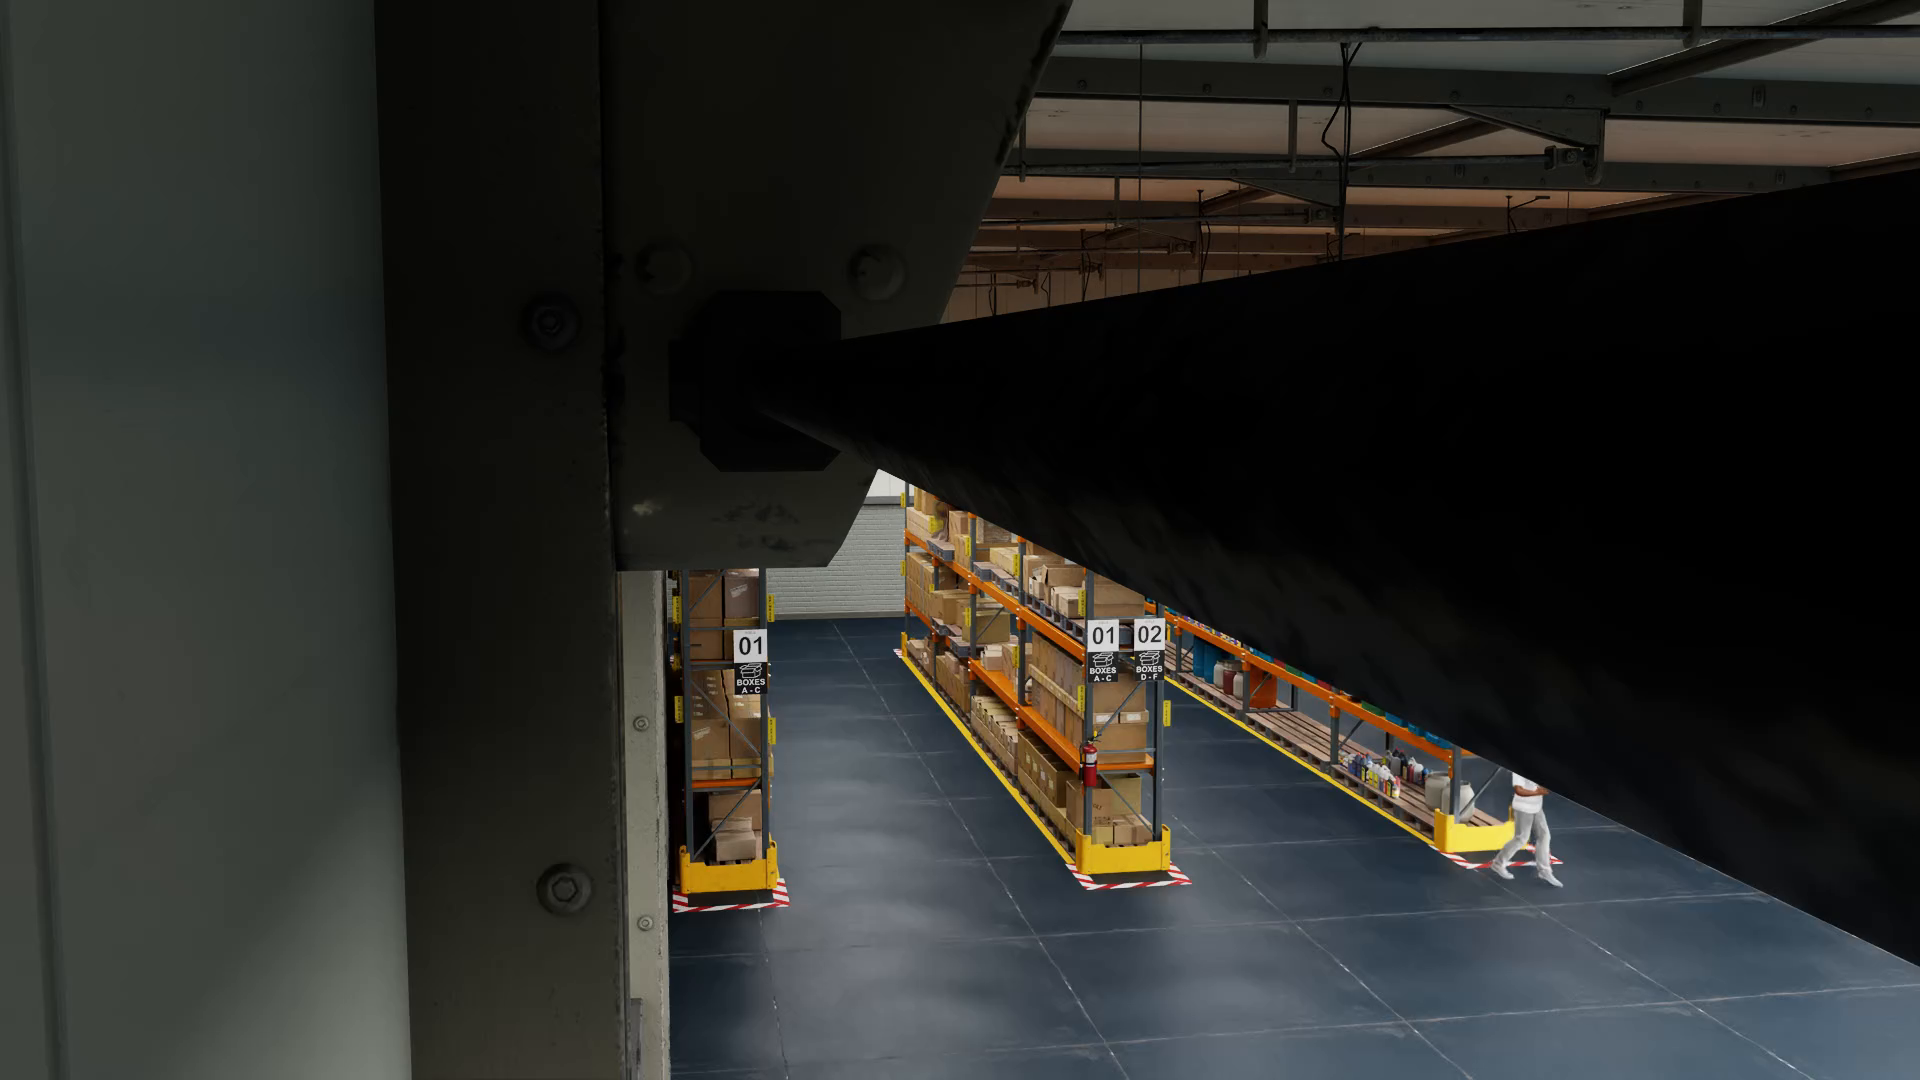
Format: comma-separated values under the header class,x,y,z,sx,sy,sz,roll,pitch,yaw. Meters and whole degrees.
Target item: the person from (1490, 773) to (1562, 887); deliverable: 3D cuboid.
class,x,y,z,sx,sy,sz,roll,pitch,yaw
person,6.961,3.325,20.365,0.823,1.803,0.700,4,7,36
